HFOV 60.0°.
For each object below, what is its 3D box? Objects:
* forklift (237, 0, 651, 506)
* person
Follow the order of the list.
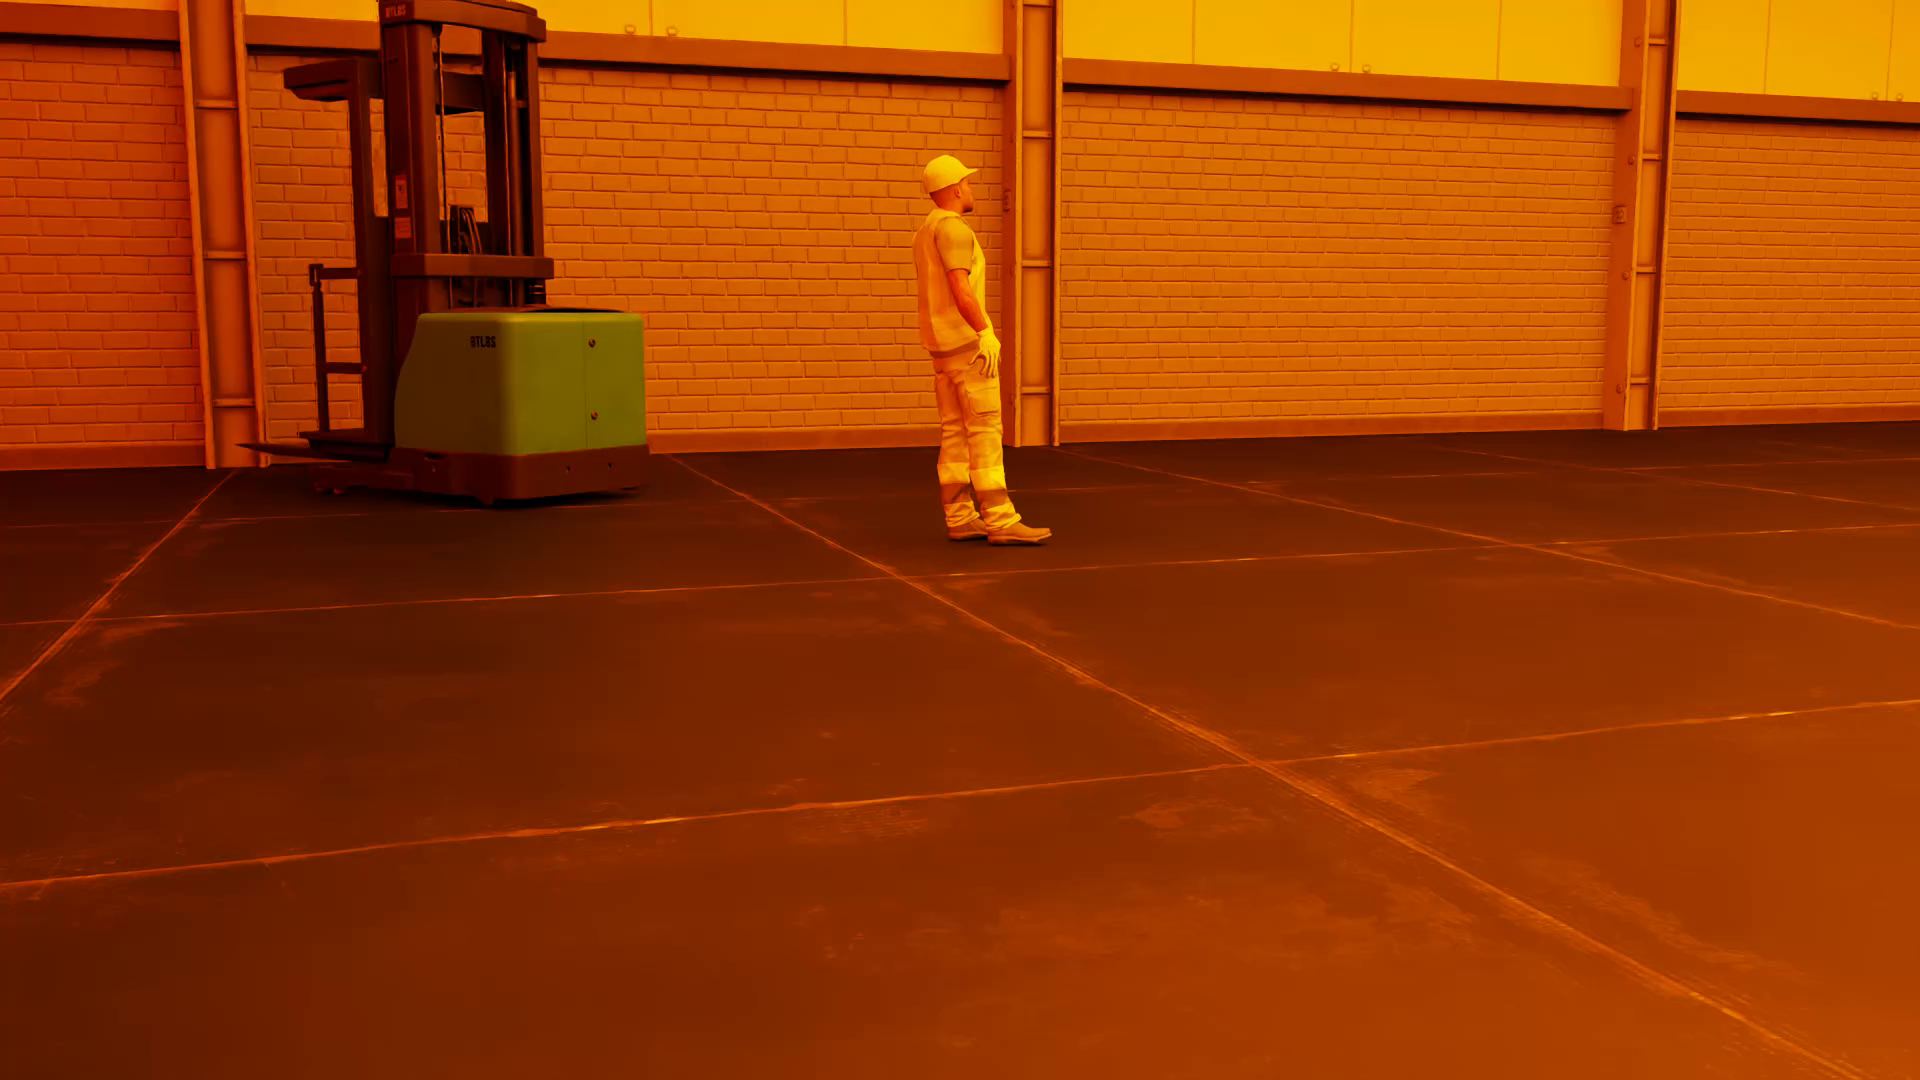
[{"bbox_3d":[-3.308,-1.771,10.074,3.031,2.935,1.130,6,10,36],"label":"forklift"},{"bbox_3d":[0.080,-0.895,7.818,0.562,1.789,0.638,-3,8,-18],"label":"person"}]
